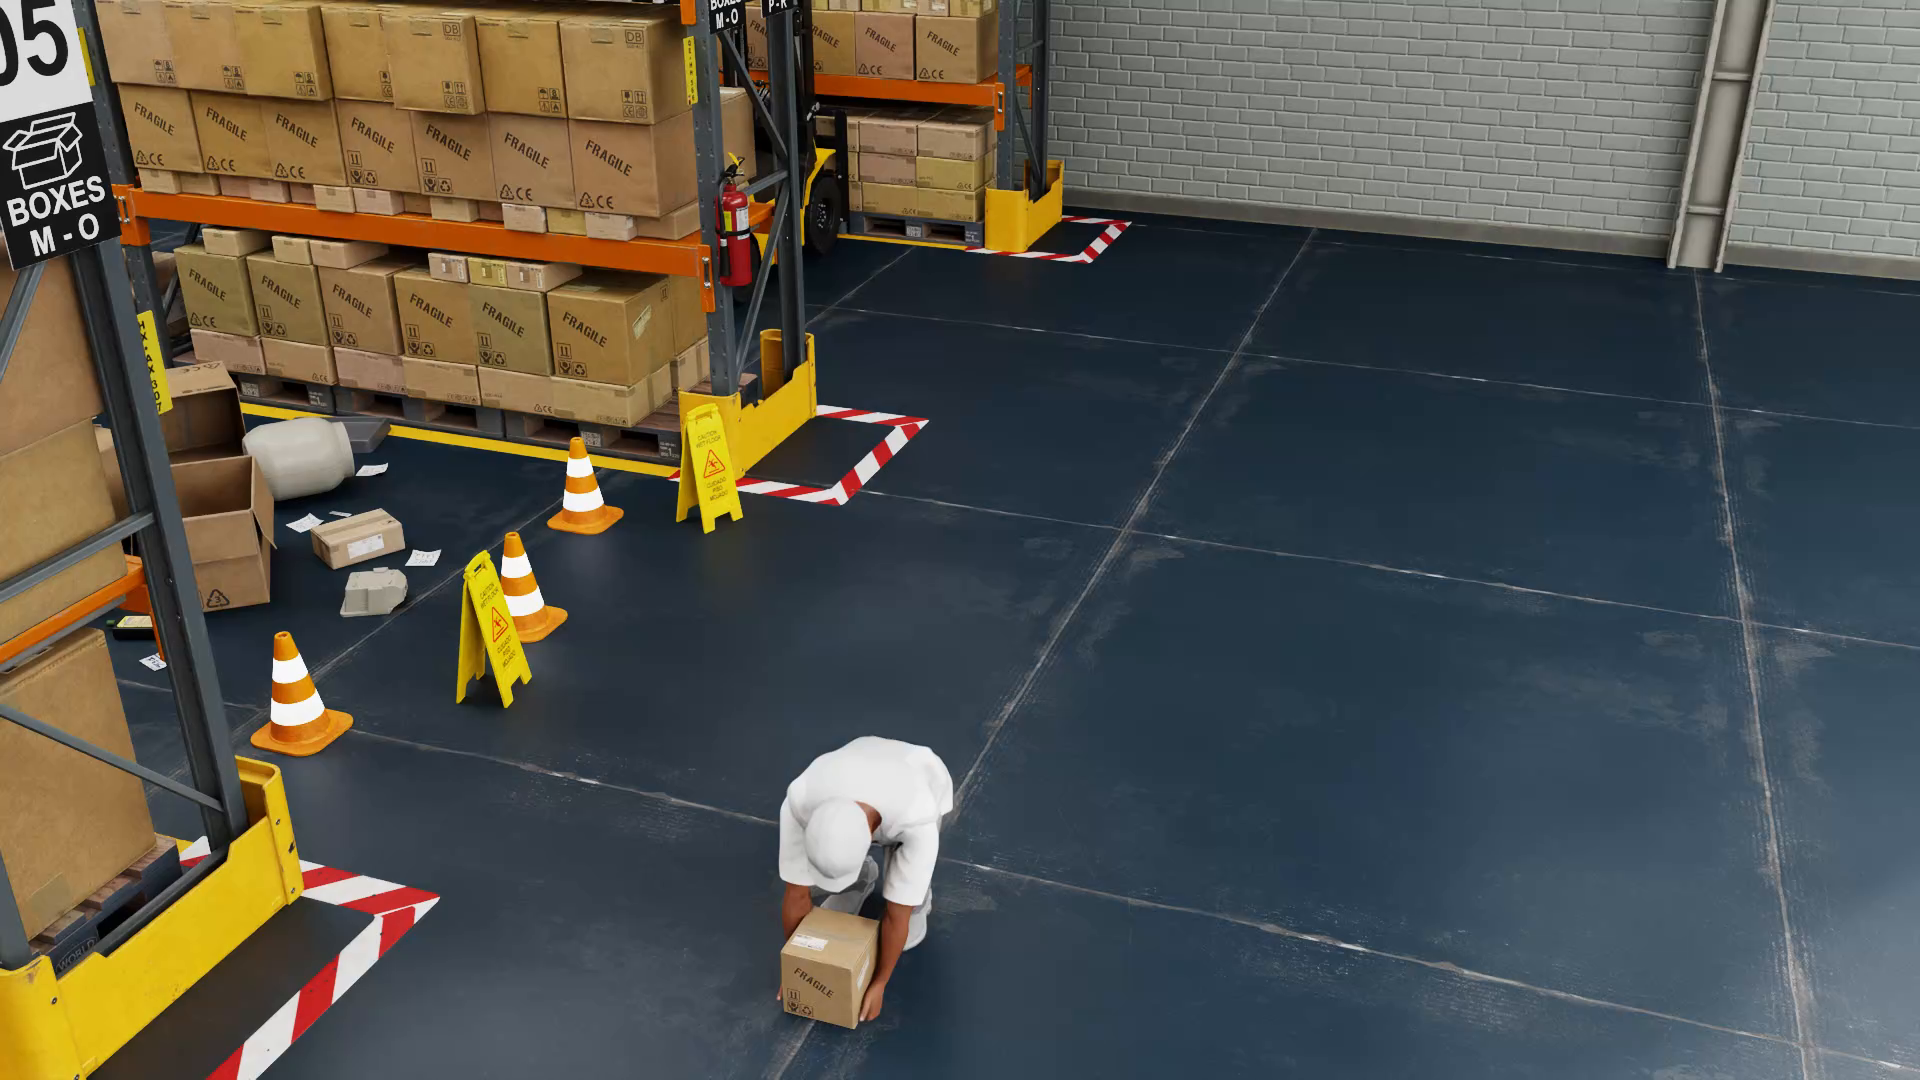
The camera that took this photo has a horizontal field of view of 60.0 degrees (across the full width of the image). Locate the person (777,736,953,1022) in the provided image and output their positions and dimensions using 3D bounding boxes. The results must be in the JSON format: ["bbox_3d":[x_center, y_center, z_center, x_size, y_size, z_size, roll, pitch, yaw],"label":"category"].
[{"bbox_3d":[-0.296,1.066,5.573,0.546,0.895,0.928,8,27,17],"label":"person"}]
